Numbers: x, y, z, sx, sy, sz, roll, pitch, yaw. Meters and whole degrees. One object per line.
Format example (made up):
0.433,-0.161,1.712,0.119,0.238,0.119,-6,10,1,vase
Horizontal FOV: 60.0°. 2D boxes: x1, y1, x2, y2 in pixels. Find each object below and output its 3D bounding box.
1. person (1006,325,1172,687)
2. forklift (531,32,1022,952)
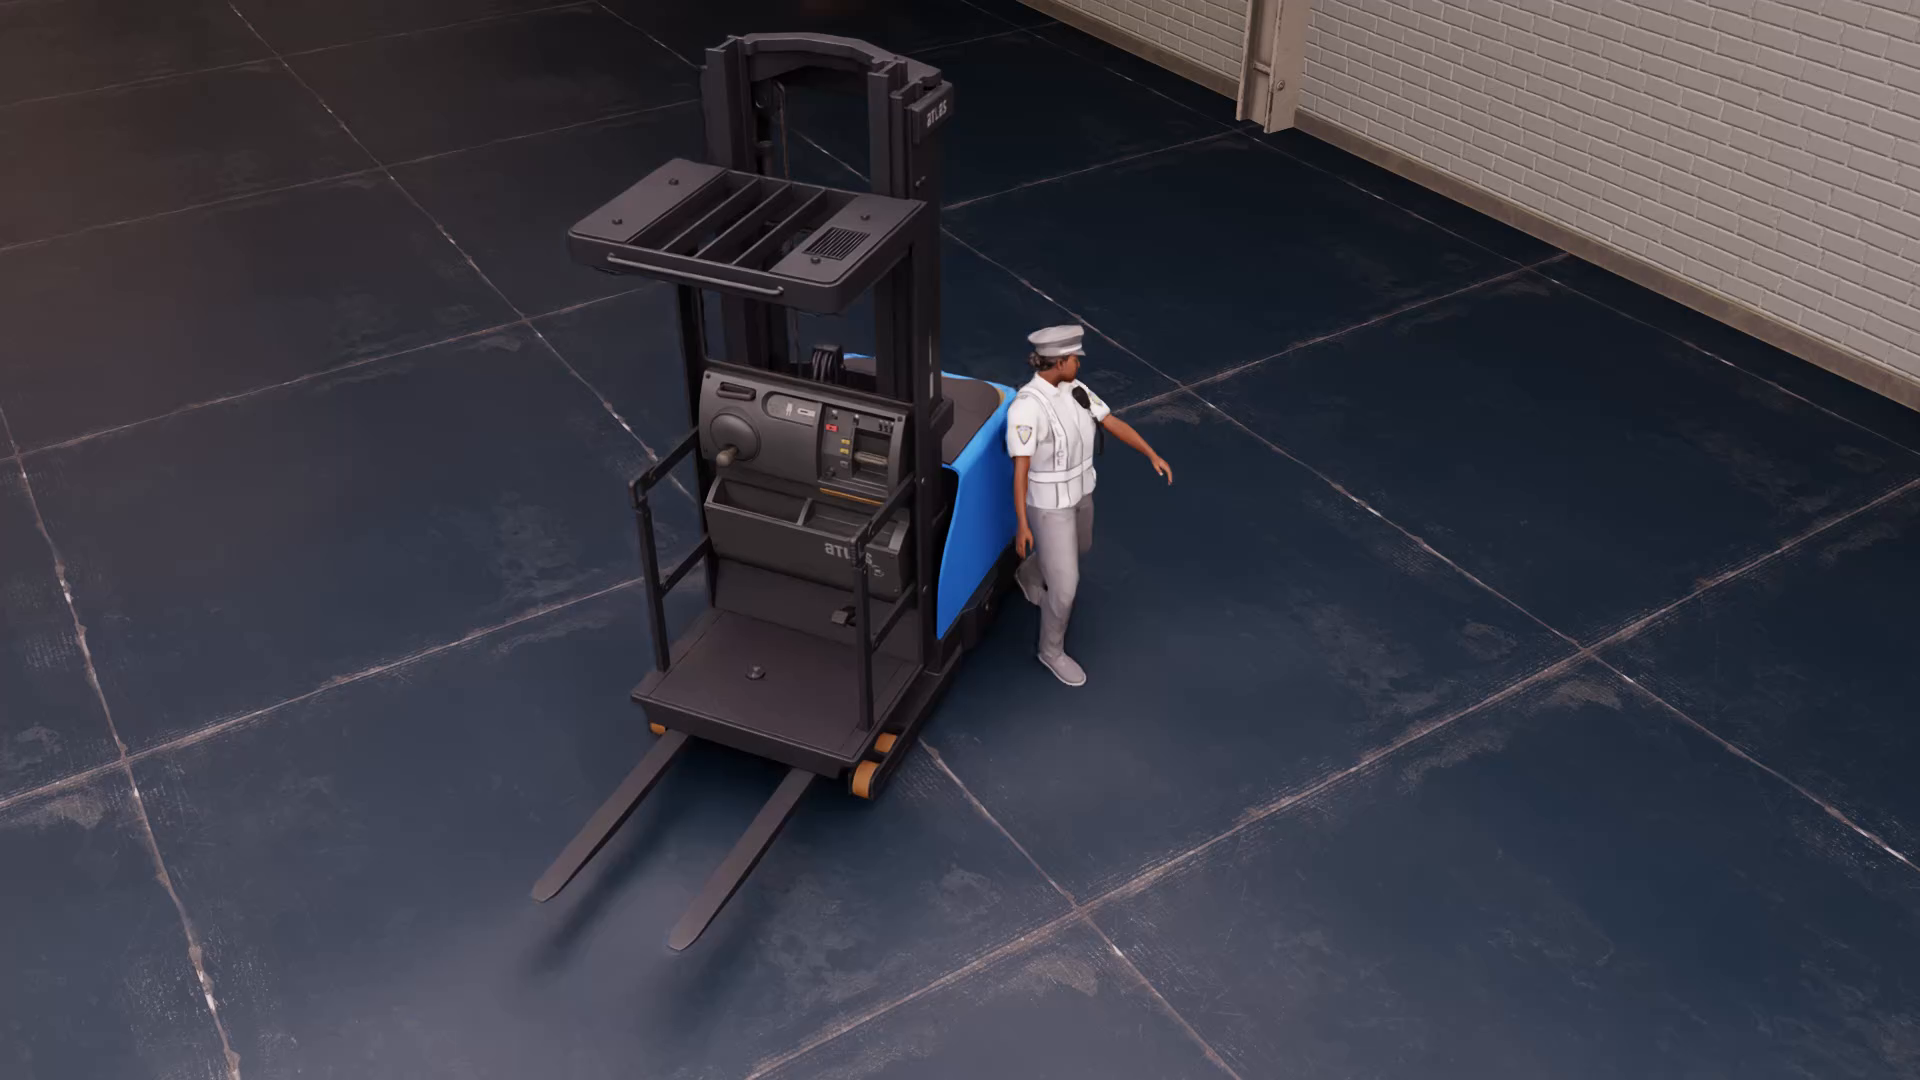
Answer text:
0.471,-0.117,7.531,0.855,1.617,0.743,19,39,25,person
-0.738,-0.372,6.677,1.130,2.935,3.031,14,37,19,forklift
